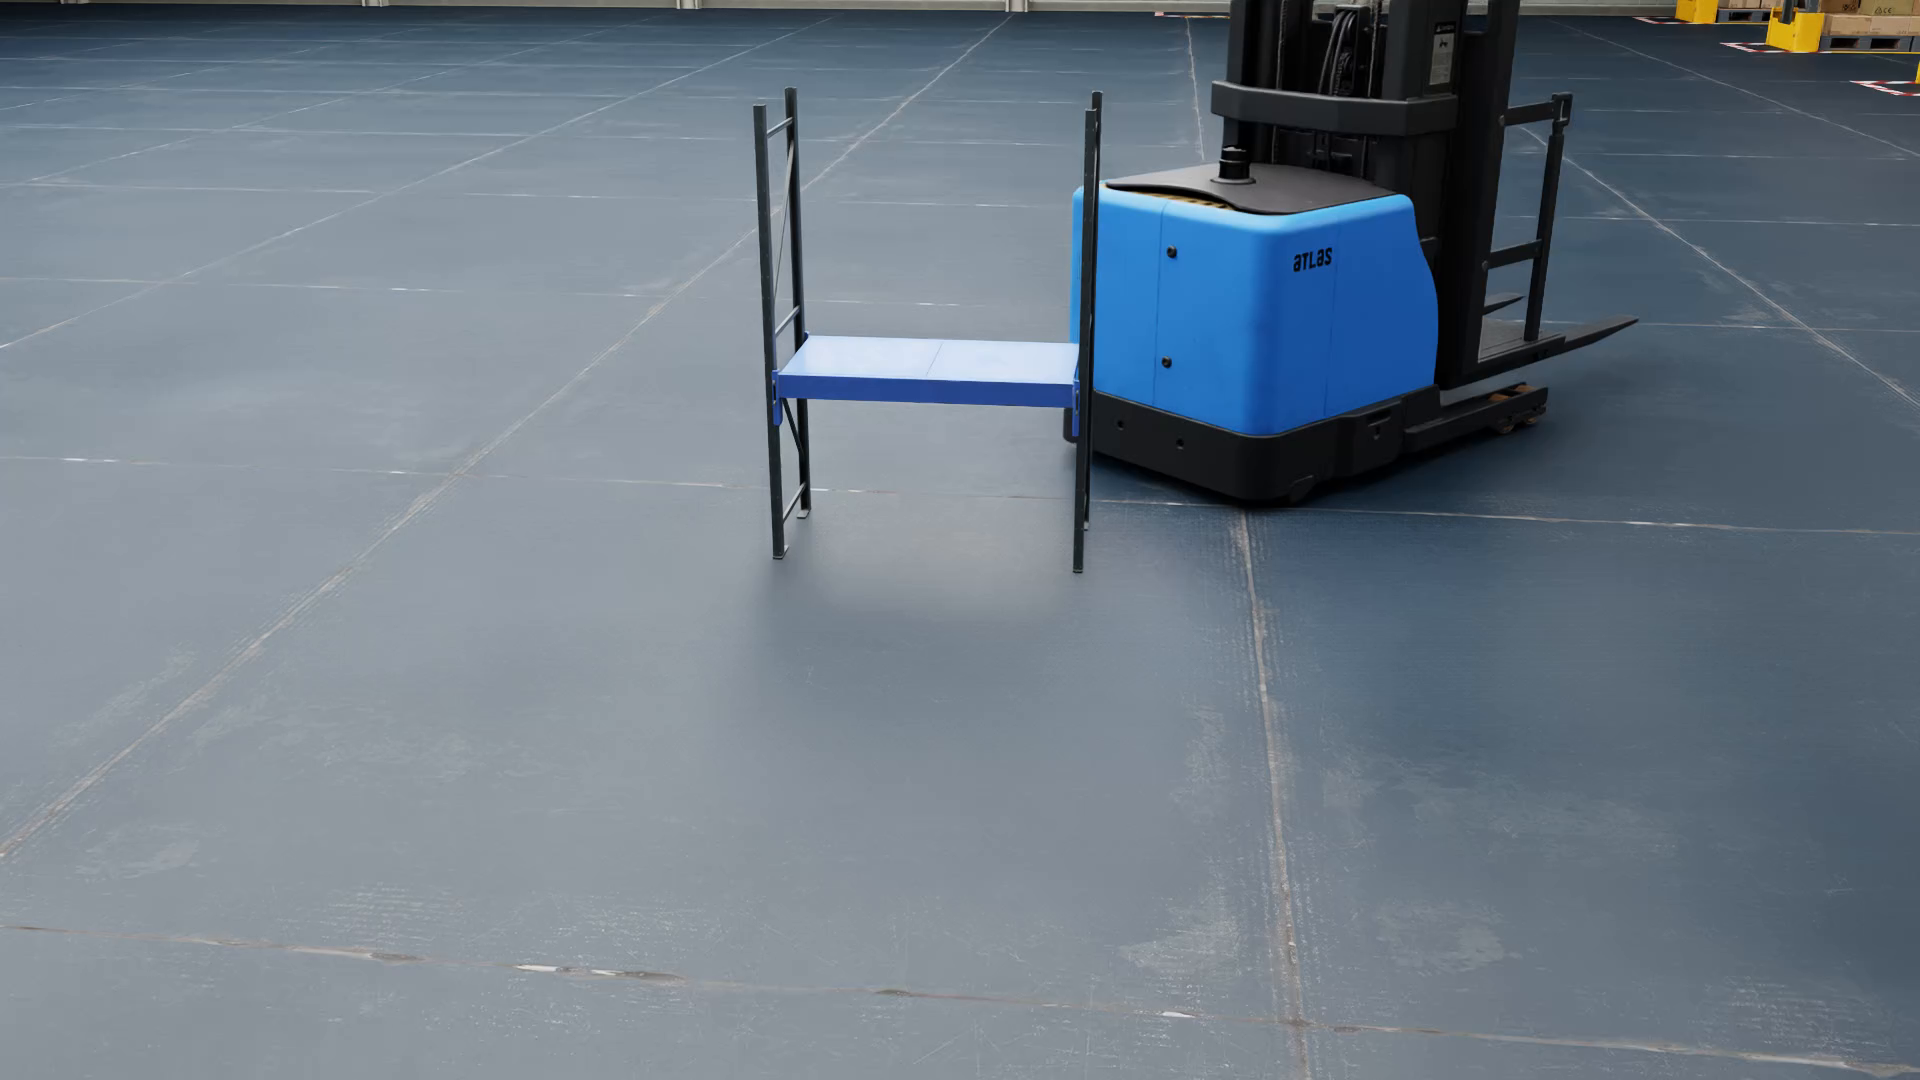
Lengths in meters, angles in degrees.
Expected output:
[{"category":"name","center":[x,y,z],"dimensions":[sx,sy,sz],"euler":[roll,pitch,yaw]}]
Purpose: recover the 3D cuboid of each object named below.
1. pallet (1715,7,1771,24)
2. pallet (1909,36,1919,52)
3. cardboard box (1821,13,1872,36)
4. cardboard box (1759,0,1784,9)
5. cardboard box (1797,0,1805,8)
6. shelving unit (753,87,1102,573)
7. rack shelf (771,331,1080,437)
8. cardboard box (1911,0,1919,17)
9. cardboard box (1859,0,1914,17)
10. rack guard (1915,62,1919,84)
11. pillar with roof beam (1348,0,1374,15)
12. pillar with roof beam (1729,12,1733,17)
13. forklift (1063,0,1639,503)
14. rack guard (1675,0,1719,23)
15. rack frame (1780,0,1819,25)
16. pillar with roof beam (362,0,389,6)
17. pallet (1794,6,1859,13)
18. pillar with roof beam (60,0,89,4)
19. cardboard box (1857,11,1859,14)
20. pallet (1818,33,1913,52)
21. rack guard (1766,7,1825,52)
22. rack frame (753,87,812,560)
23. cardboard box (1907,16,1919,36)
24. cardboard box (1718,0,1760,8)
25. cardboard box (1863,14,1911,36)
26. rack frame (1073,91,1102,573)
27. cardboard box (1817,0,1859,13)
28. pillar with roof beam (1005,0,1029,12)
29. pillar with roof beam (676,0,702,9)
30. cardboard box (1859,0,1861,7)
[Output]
[{"category":"pallet","center":[13.022,-8.690,27.497],"dimensions":[1.213,0.211,1.003],"euler":[2,22,6]},{"category":"pallet","center":[13.537,-6.861,22.870],"dimensions":[1.213,0.211,1.003],"euler":[2,22,6]},{"category":"cardboard box","center":[12.071,-7.041,22.703],"dimensions":[0.500,0.250,0.500],"euler":[2,22,6]},{"category":"cardboard box","center":[13.386,-8.904,27.306],"dimensions":[0.500,0.311,0.500],"euler":[4,22,11]},{"category":"cardboard box","center":[14.109,-8.942,27.145],"dimensions":[0.500,0.500,0.700],"euler":[1,22,3]},{"category":"shelving unit","center":[-0.085,-0.701,5.538],"dimensions":[1.048,1.500,0.538],"euler":[2,22,6]},{"category":"rack shelf","center":[-0.085,-0.534,5.604],"dimensions":[1.000,0.185,0.538],"euler":[2,22,6]},{"category":"cardboard box","center":[13.066,-7.352,22.469],"dimensions":[0.500,0.500,0.500],"euler":[2,22,6]},{"category":"cardboard box","center":[12.567,-7.369,22.512],"dimensions":[0.500,0.500,0.500],"euler":[2,22,6]},{"category":"rack guard","center":[11.059,-5.272,18.459],"dimensions":[0.348,0.500,1.175],"euler":[2,22,6]},{"category":"pillar with roof beam","center":[6.476,-11.801,23.414],"dimensions":[0.400,9.000,9.100],"euler":[2,22,6]},{"category":"pillar with roof beam","center":[12.434,-11.541,22.757],"dimensions":[0.400,9.000,9.100],"euler":[2,22,6]},{"category":"forklift","center":[1.853,-1.932,6.704],"dimensions":[3.031,2.935,1.130],"euler":[-18,28,-38]},{"category":"rack guard","center":[12.219,-8.872,27.565],"dimensions":[0.348,0.500,1.175],"euler":[2,22,6]},{"category":"rack frame","center":[11.564,-8.229,22.539],"dimensions":[0.127,3.000,1.000],"euler":[2,22,6]},{"category":"pillar with roof beam","center":[-11.399,-12.580,25.384],"dimensions":[0.400,9.000,9.100],"euler":[2,22,6]},{"category":"pallet","center":[14.230,-8.636,27.361],"dimensions":[1.213,0.211,1.003],"euler":[2,22,6]},{"category":"pillar with roof beam","center":[-17.358,-12.839,26.041],"dimensions":[0.400,9.000,9.100],"euler":[2,22,6]},{"category":"cardboard box","center":[12.630,-7.213,23.138],"dimensions":[0.500,0.250,0.500],"euler":[2,22,6]},{"category":"pallet","center":[12.329,-6.914,23.006],"dimensions":[1.213,0.211,1.003],"euler":[2,22,6]},{"category":"rack guard","center":[11.541,-7.068,23.001],"dimensions":[0.348,0.500,1.175],"euler":[2,22,6]},{"category":"rack frame","center":[-0.590,-0.723,5.593],"dimensions":[0.032,1.500,0.500],"euler":[2,22,6]},{"category":"cardboard box","center":[13.064,-6.999,22.596],"dimensions":[0.500,0.250,0.500],"euler":[2,22,6]},{"category":"cardboard box","center":[12.820,-8.929,27.368],"dimensions":[0.500,0.311,0.500],"euler":[0,22,0]},{"category":"cardboard box","center":[12.568,-7.021,22.652],"dimensions":[0.500,0.250,0.500],"euler":[2,22,6]},{"category":"rack frame","center":[0.420,-0.679,5.482],"dimensions":[0.032,1.500,0.500],"euler":[2,22,6]},{"category":"cardboard box","center":[12.132,-7.580,23.045],"dimensions":[0.500,0.500,0.500],"euler":[2,22,6]},{"category":"pillar with roof beam","center":[0.517,-12.061,24.071],"dimensions":[0.400,9.000,9.100],"euler":[2,22,6]},{"category":"pillar with roof beam","center":[-5.441,-12.320,24.727],"dimensions":[0.400,9.000,9.100],"euler":[2,22,6]},{"category":"cardboard box","center":[15.080,-8.937,27.131],"dimensions":[0.500,0.500,0.500],"euler":[1,22,2]}]
